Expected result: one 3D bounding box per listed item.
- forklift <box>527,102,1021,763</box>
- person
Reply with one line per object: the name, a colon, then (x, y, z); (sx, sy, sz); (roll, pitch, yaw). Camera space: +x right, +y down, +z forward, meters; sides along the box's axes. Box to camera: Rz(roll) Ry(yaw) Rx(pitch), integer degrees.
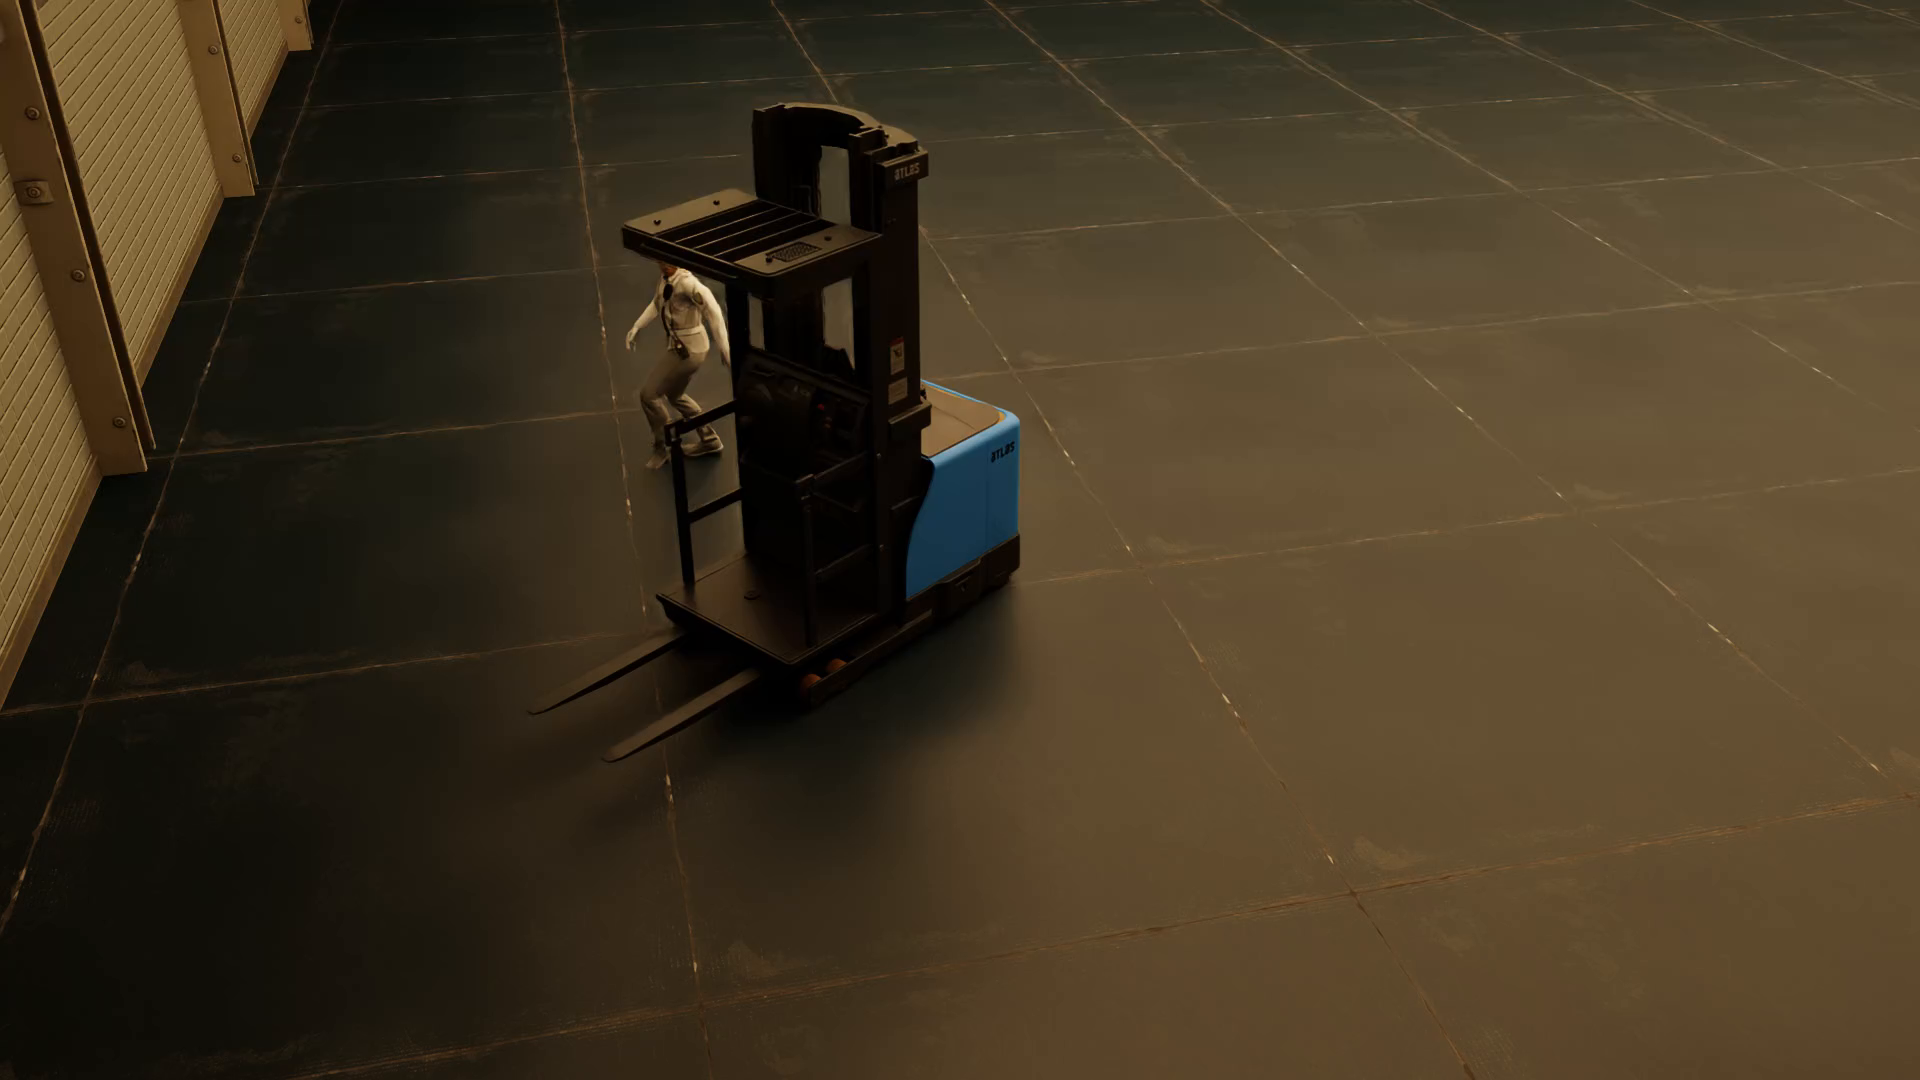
forklift: (-0.983, -0.663, 8.720); (1.130, 2.935, 3.031); (24, 38, 35)
person: (-1.850, -1.235, 11.096); (0.734, 1.666, 0.577); (-3, 30, -5)
